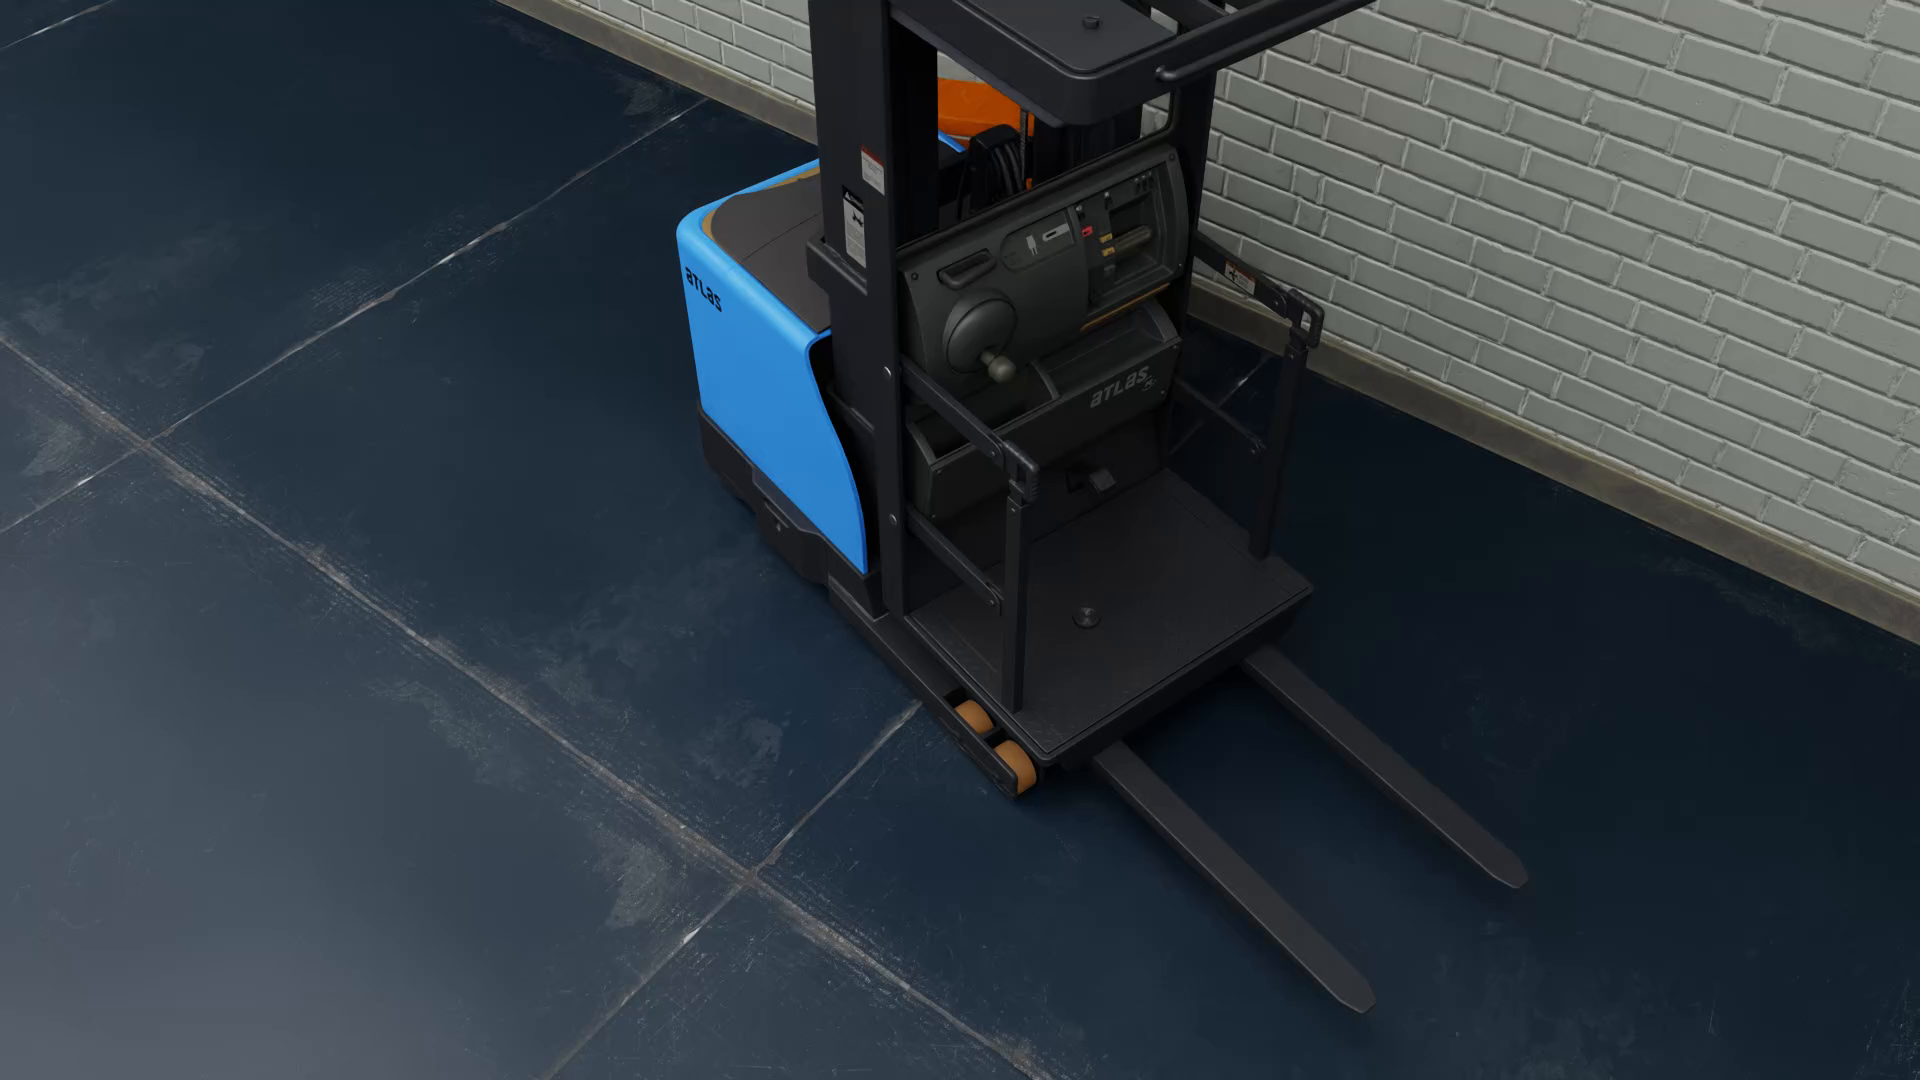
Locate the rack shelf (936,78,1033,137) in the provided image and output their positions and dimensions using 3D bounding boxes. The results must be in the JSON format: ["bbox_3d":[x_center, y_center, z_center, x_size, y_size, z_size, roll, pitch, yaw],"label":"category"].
[{"bbox_3d":[0.061,-1.466,5.777,0.480,0.148,0.258,10,47,9],"label":"rack shelf"}]

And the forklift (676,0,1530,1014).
[{"bbox_3d":[0.380,-0.654,4.347,1.130,2.935,3.031,-29,53,-25],"label":"forklift"}]

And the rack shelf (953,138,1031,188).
[{"bbox_3d":[0.061,-1.303,5.948,0.480,0.148,0.258,10,47,9],"label":"rack shelf"}]

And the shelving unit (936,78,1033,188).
[{"bbox_3d":[0.061,-1.195,6.062,0.503,1.200,0.258,10,47,9],"label":"shelving unit"}]
